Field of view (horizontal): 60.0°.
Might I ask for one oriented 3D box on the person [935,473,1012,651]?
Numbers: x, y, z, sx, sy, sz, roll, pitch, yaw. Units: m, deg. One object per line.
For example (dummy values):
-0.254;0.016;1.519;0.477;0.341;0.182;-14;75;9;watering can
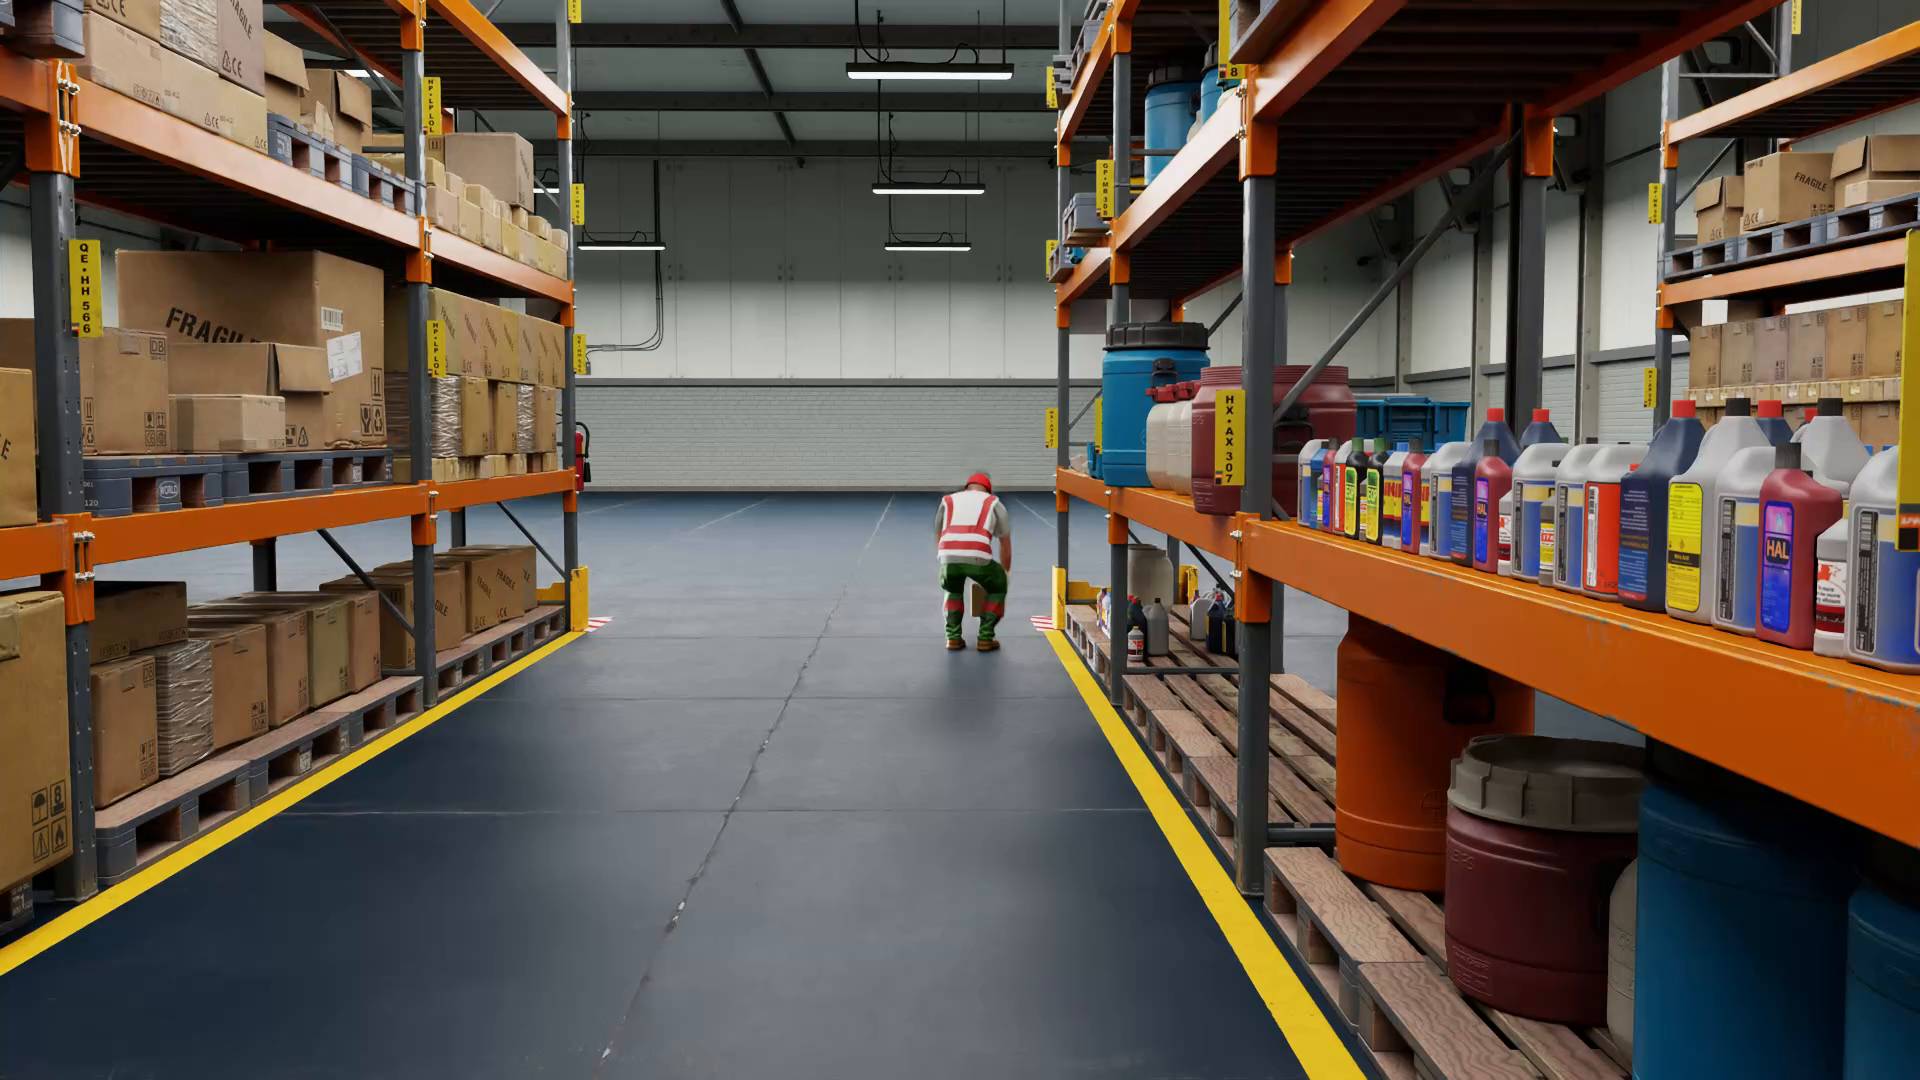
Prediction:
0.067;0.155;12.426;0.585;1.295;0.816;1;4;17;person
